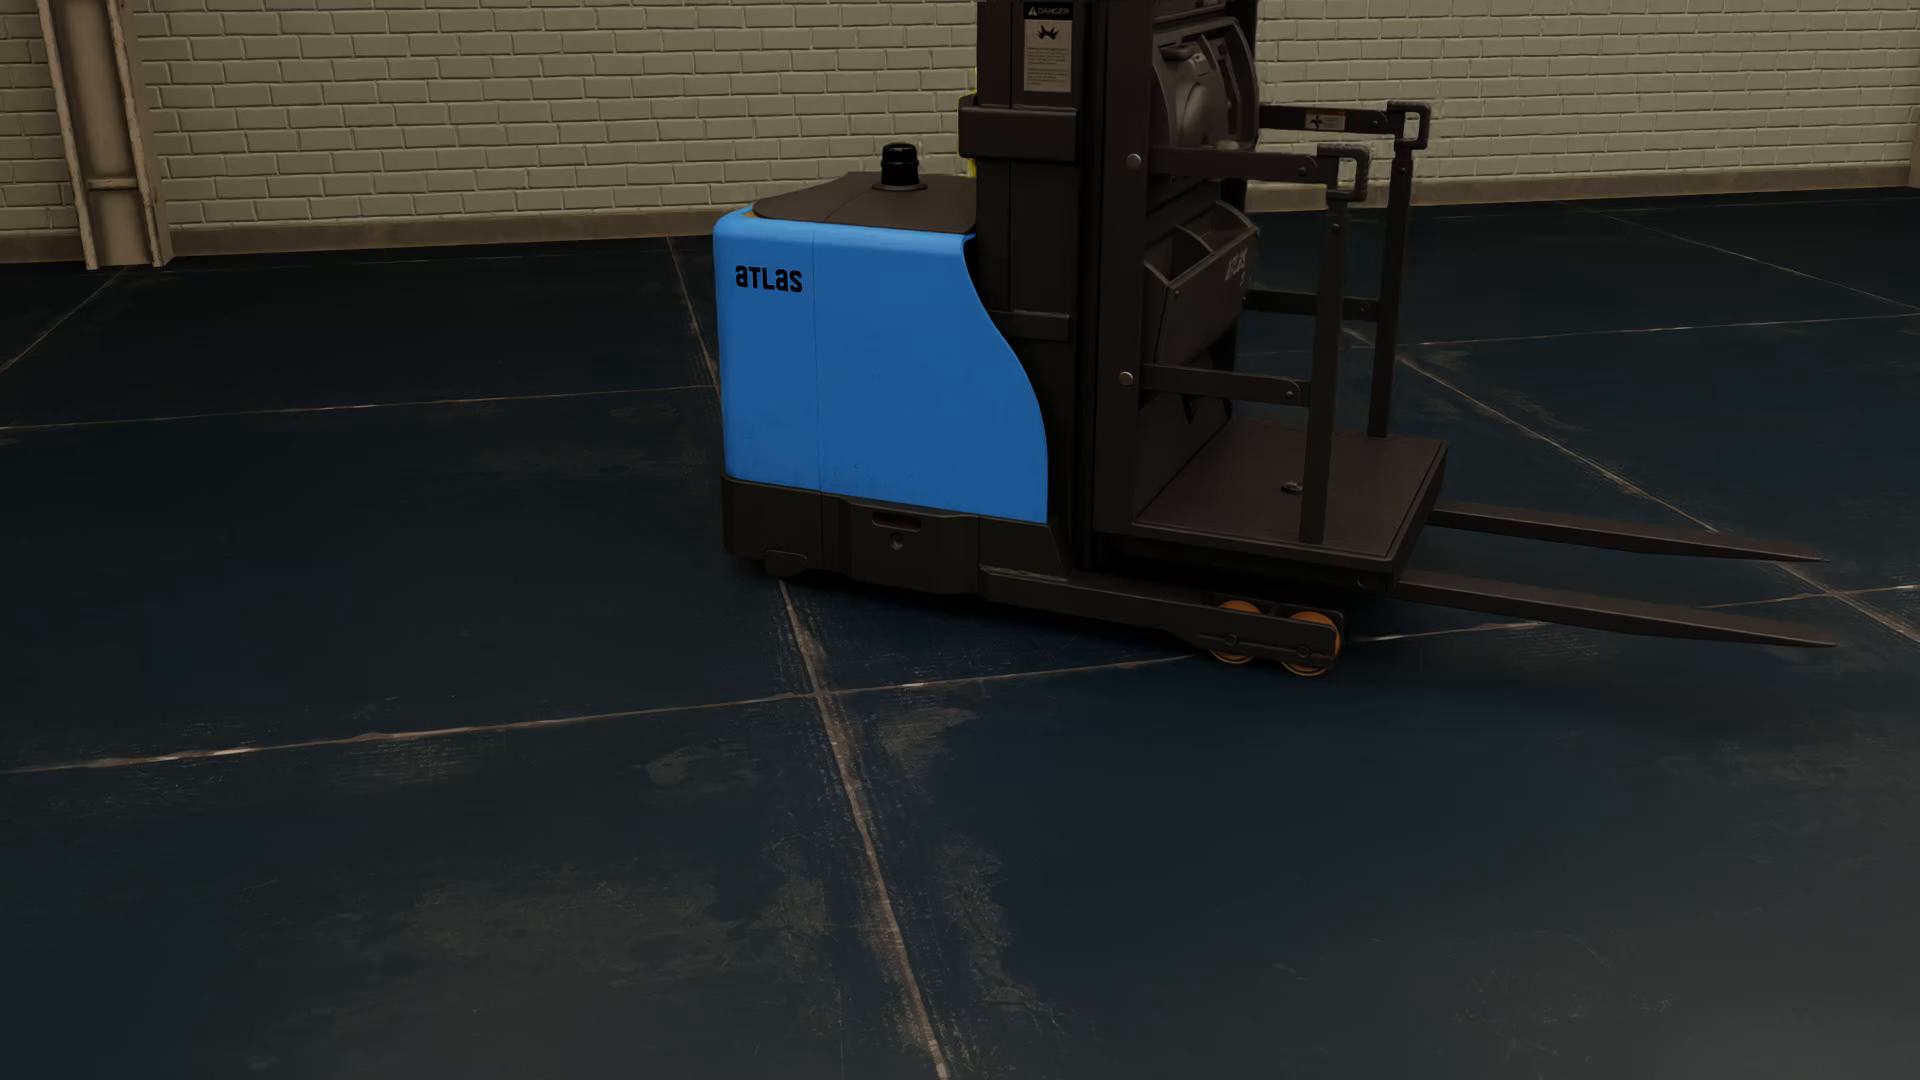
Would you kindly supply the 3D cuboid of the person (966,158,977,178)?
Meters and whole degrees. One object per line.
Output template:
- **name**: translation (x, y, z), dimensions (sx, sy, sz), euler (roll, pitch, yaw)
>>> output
- **person**: translation (0.385, -1.121, 5.946), dimensions (0.733, 1.556, 0.864), euler (4, 21, 9)

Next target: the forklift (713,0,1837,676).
- **forklift**: translation (0.851, -1.227, 4.404), dimensions (3.031, 2.935, 1.130), euler (9, 23, 21)
